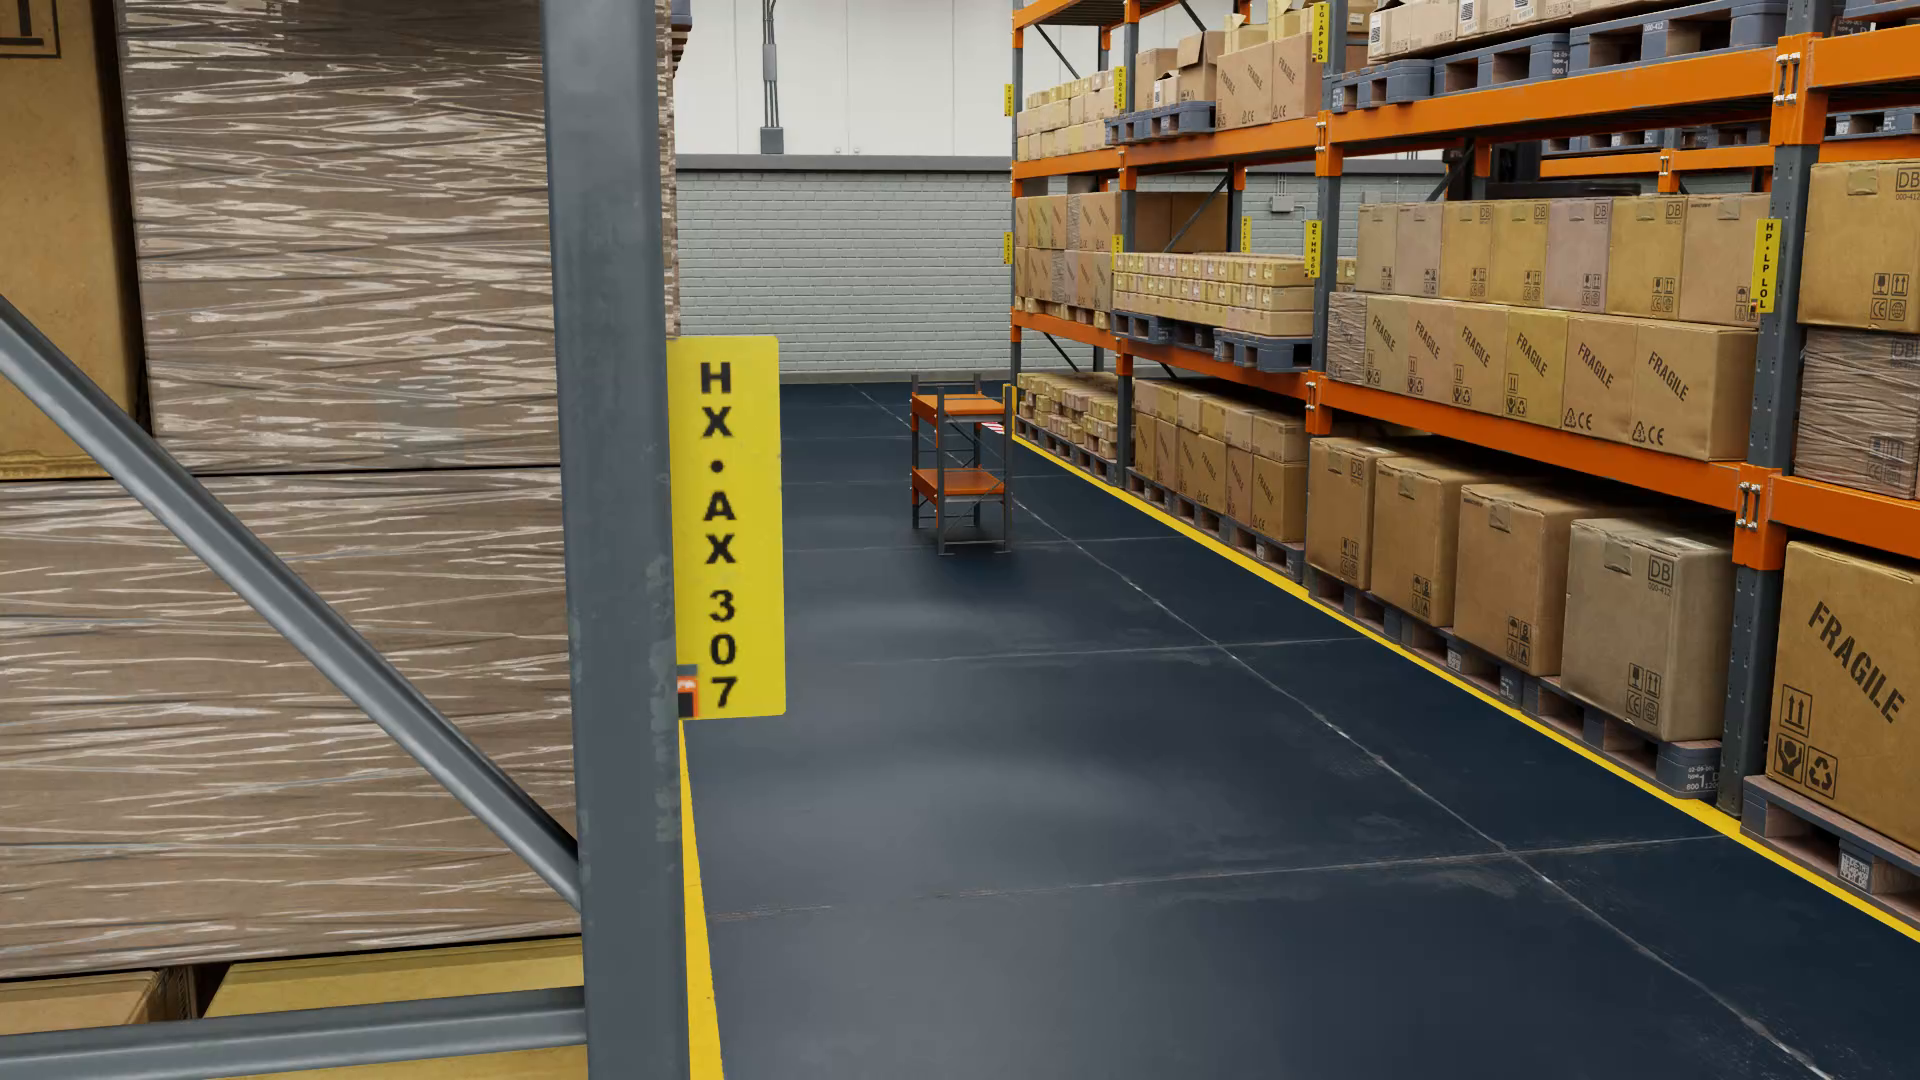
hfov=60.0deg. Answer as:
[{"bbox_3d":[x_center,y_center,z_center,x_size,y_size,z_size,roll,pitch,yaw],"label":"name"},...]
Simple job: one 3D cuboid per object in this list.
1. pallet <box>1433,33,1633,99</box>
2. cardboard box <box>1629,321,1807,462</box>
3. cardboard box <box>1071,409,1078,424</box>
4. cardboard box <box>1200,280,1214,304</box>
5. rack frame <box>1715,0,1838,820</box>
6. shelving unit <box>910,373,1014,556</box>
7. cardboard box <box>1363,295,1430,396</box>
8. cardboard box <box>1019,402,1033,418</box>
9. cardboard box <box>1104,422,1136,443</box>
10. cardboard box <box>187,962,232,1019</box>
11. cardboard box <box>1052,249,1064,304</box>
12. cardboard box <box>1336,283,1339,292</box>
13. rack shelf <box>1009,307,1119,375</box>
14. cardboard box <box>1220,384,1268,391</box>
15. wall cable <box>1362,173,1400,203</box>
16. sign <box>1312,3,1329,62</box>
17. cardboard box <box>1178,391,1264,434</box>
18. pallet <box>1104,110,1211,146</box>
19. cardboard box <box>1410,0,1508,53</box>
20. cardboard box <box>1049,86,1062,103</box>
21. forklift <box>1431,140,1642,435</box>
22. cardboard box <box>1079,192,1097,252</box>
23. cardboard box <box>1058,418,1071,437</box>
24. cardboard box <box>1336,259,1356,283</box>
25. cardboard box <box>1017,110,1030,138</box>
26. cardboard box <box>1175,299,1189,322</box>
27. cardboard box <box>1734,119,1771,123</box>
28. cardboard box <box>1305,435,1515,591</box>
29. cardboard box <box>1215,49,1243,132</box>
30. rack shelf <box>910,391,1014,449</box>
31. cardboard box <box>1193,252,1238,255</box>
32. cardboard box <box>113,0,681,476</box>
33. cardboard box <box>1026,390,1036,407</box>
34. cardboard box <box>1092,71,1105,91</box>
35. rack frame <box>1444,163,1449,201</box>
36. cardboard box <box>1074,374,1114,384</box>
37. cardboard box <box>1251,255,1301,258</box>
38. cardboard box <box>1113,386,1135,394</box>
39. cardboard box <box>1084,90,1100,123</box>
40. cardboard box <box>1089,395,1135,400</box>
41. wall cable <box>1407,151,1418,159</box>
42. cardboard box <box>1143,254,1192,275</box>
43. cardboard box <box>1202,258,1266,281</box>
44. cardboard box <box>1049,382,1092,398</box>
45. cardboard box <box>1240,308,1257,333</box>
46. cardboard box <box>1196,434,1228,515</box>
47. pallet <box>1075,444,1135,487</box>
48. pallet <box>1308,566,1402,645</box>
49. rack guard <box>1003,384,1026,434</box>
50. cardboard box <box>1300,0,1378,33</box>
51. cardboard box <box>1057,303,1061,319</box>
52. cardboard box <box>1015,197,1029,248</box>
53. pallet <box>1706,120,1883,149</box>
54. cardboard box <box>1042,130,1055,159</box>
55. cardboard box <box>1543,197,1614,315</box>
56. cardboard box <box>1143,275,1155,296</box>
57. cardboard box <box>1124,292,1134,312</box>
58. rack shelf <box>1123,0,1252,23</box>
[{"bbox_3d":[2.995,-2.251,7.985,1.003,0.211,1.213,-2,11,-8],"label":"pallet"},{"bbox_3d":[3.011,-0.593,6.523,0.500,0.500,0.500,-2,11,-11],"label":"cardboard box"},{"bbox_3d":[1.258,-1.167,15.509,0.380,0.149,0.250,-3,11,-14],"label":"cardboard box"},{"bbox_3d":[1.853,-1.683,11.272,0.380,0.149,0.250,-2,11,-11],"label":"cardboard box"},{"bbox_3d":[3.375,-0.458,6.081,1.000,3.000,0.127,-2,11,-11],"label":"rack frame"},{"bbox_3d":[-0.001,-0.554,11.598,0.538,1.125,1.048,-2,11,-11],"label":"shelving unit"},{"bbox_3d":[2.521,-1.056,8.952,0.500,0.500,0.500,-2,11,-12],"label":"cardboard box"},{"bbox_3d":[0.829,-1.357,17.305,0.380,0.149,0.250,-2,11,-10],"label":"cardboard box"},{"bbox_3d":[1.446,-0.923,14.232,0.380,0.149,0.250,-2,11,-10],"label":"cardboard box"},{"bbox_3d":[-1.038,0.470,1.876,0.380,0.149,0.250,-2,11,-11],"label":"cardboard box"},{"bbox_3d":[1.174,-2.481,15.646,0.500,0.500,0.500,-2,11,-12],"label":"cardboard box"},{"bbox_3d":[2.590,-1.615,10.913,0.380,0.149,0.250,-2,11,-13],"label":"cardboard box"},{"bbox_3d":[1.430,-1.939,15.784,1.077,0.370,4.000,-2,11,-11],"label":"rack shelf"},{"bbox_3d":[2.299,-1.050,12.747,0.500,0.250,0.500,-2,11,-8],"label":"cardboard box"},{"bbox_3d":[6.146,-4.444,24.303,0.588,1.984,0.122,-2,11,-11],"label":"wall cable"},{"bbox_3d":[2.064,-2.900,9.505,0.100,0.325,0.005,-2,11,-11],"label":"sign"},{"bbox_3d":[1.904,-0.936,12.146,0.500,0.250,0.500,-2,11,-9],"label":"cardboard box"},{"bbox_3d":[1.834,-3.190,12.911,1.213,0.211,1.003,-2,11,-11],"label":"pallet"},{"bbox_3d":[2.619,-2.614,8.398,0.500,0.250,0.500,-2,11,-9],"label":"cardboard box"},{"bbox_3d":[1.052,-4.193,15.679,0.380,0.149,0.250,-2,11,-9],"label":"cardboard box"},{"bbox_3d":[4.655,-1.775,13.183,1.130,2.935,3.031,-10,15,-43],"label":"forklift"},{"bbox_3d":[1.356,-2.783,14.557,0.500,0.500,0.500,-2,11,-13],"label":"cardboard box"},{"bbox_3d":[1.143,-1.074,15.817,0.380,0.149,0.250,-2,11,-11],"label":"cardboard box"},{"bbox_3d":[2.599,-1.753,10.842,0.380,0.149,0.250,-2,11,-11],"label":"cardboard box"},{"bbox_3d":[0.873,-4.213,16.849,0.500,0.250,0.500,-2,11,-10],"label":"cardboard box"},{"bbox_3d":[1.749,-1.634,11.806,0.380,0.149,0.250,-3,11,-14],"label":"cardboard box"},{"bbox_3d":[6.542,-3.681,13.599,0.500,0.500,0.500,-2,11,-12],"label":"cardboard box"},{"bbox_3d":[2.627,-0.178,9.502,1.050,0.750,0.750,-2,11,-12],"label":"cardboard box"},{"bbox_3d":[2.033,-2.993,11.109,0.500,0.500,0.500,-2,11,-11],"label":"cardboard box"},{"bbox_3d":[-0.001,-0.841,11.543,0.538,0.278,1.000,-2,11,-11],"label":"rack shelf"},{"bbox_3d":[2.088,-2.234,13.369,0.380,0.149,0.250,-2,11,-8],"label":"cardboard box"},{"bbox_3d":[-0.572,-0.360,1.827,0.500,0.500,0.500,-2,11,-11],"label":"cardboard box"},{"bbox_3d":[0.889,-1.453,17.015,0.380,0.149,0.250,-2,11,-11],"label":"cardboard box"},{"bbox_3d":[1.340,-3.905,14.168,0.380,0.149,0.250,-2,11,-11],"label":"cardboard box"},{"bbox_3d":[5.877,-2.857,18.687,1.000,3.000,0.127,-2,11,-11],"label":"rack frame"},{"bbox_3d":[1.385,-1.621,17.101,0.380,0.149,0.250,-2,11,-10],"label":"cardboard box"},{"bbox_3d":[2.341,-1.995,12.113,0.380,0.149,0.250,-3,11,-14],"label":"cardboard box"},{"bbox_3d":[1.676,-1.382,15.844,0.380,0.149,0.250,-2,11,-11],"label":"cardboard box"},{"bbox_3d":[1.390,-3.742,14.376,0.500,0.250,0.500,-3,11,-13],"label":"cardboard box"},{"bbox_3d":[1.376,-1.220,14.996,0.380,0.149,0.250,-2,11,-9],"label":"cardboard box"},{"bbox_3d":[7.972,-6.977,24.187,2.988,3.039,0.133,-2,11,-11],"label":"wall cable"},{"bbox_3d":[1.598,-2.068,12.495,0.380,0.149,0.250,-2,11,-12],"label":"cardboard box"},{"bbox_3d":[1.858,-1.828,11.233,0.380,0.149,0.250,-2,11,-11],"label":"cardboard box"},{"bbox_3d":[1.079,-1.458,16.244,0.380,0.149,0.250,-2,11,-9],"label":"cardboard box"},{"bbox_3d":[2.004,-1.394,10.547,0.380,0.149,0.250,-2,11,-11],"label":"cardboard box"},{"bbox_3d":[1.996,-0.473,11.721,0.500,0.500,0.500,-3,11,-14],"label":"cardboard box"},{"bbox_3d":[1.654,-0.677,14.691,1.003,0.211,1.213,-2,11,-11],"label":"pallet"},{"bbox_3d":[2.676,0.325,9.422,1.003,0.211,1.213,-2,11,-11],"label":"pallet"},{"bbox_3d":[1.056,-1.417,17.805,1.175,0.500,0.348,-2,11,-11],"label":"rack guard"},{"bbox_3d":[2.263,-3.155,9.914,0.396,0.266,0.258,-2,11,-11],"label":"cardboard box"},{"bbox_3d":[1.136,-2.180,15.799,0.380,0.149,0.250,-2,11,-9],"label":"cardboard box"},{"bbox_3d":[0.868,-3.253,17.030,0.500,0.500,0.500,-2,11,-11],"label":"cardboard box"},{"bbox_3d":[6.881,-3.337,13.696,0.805,0.209,1.217,-3,11,-13],"label":"pallet"},{"bbox_3d":[1.088,-3.776,15.894,0.500,0.250,0.500,-2,11,-13],"label":"cardboard box"},{"bbox_3d":[3.073,-1.276,7.438,0.700,0.500,0.500,-2,11,-11],"label":"cardboard box"},{"bbox_3d":[1.598,-1.923,12.530,0.380,0.149,0.250,-3,11,-13],"label":"cardboard box"},{"bbox_3d":[1.504,-1.869,13.040,0.380,0.149,0.250,-2,11,-10],"label":"cardboard box"},{"bbox_3d":[2.208,-3.956,11.406,1.077,0.370,4.000,-2,11,-11],"label":"rack shelf"}]
